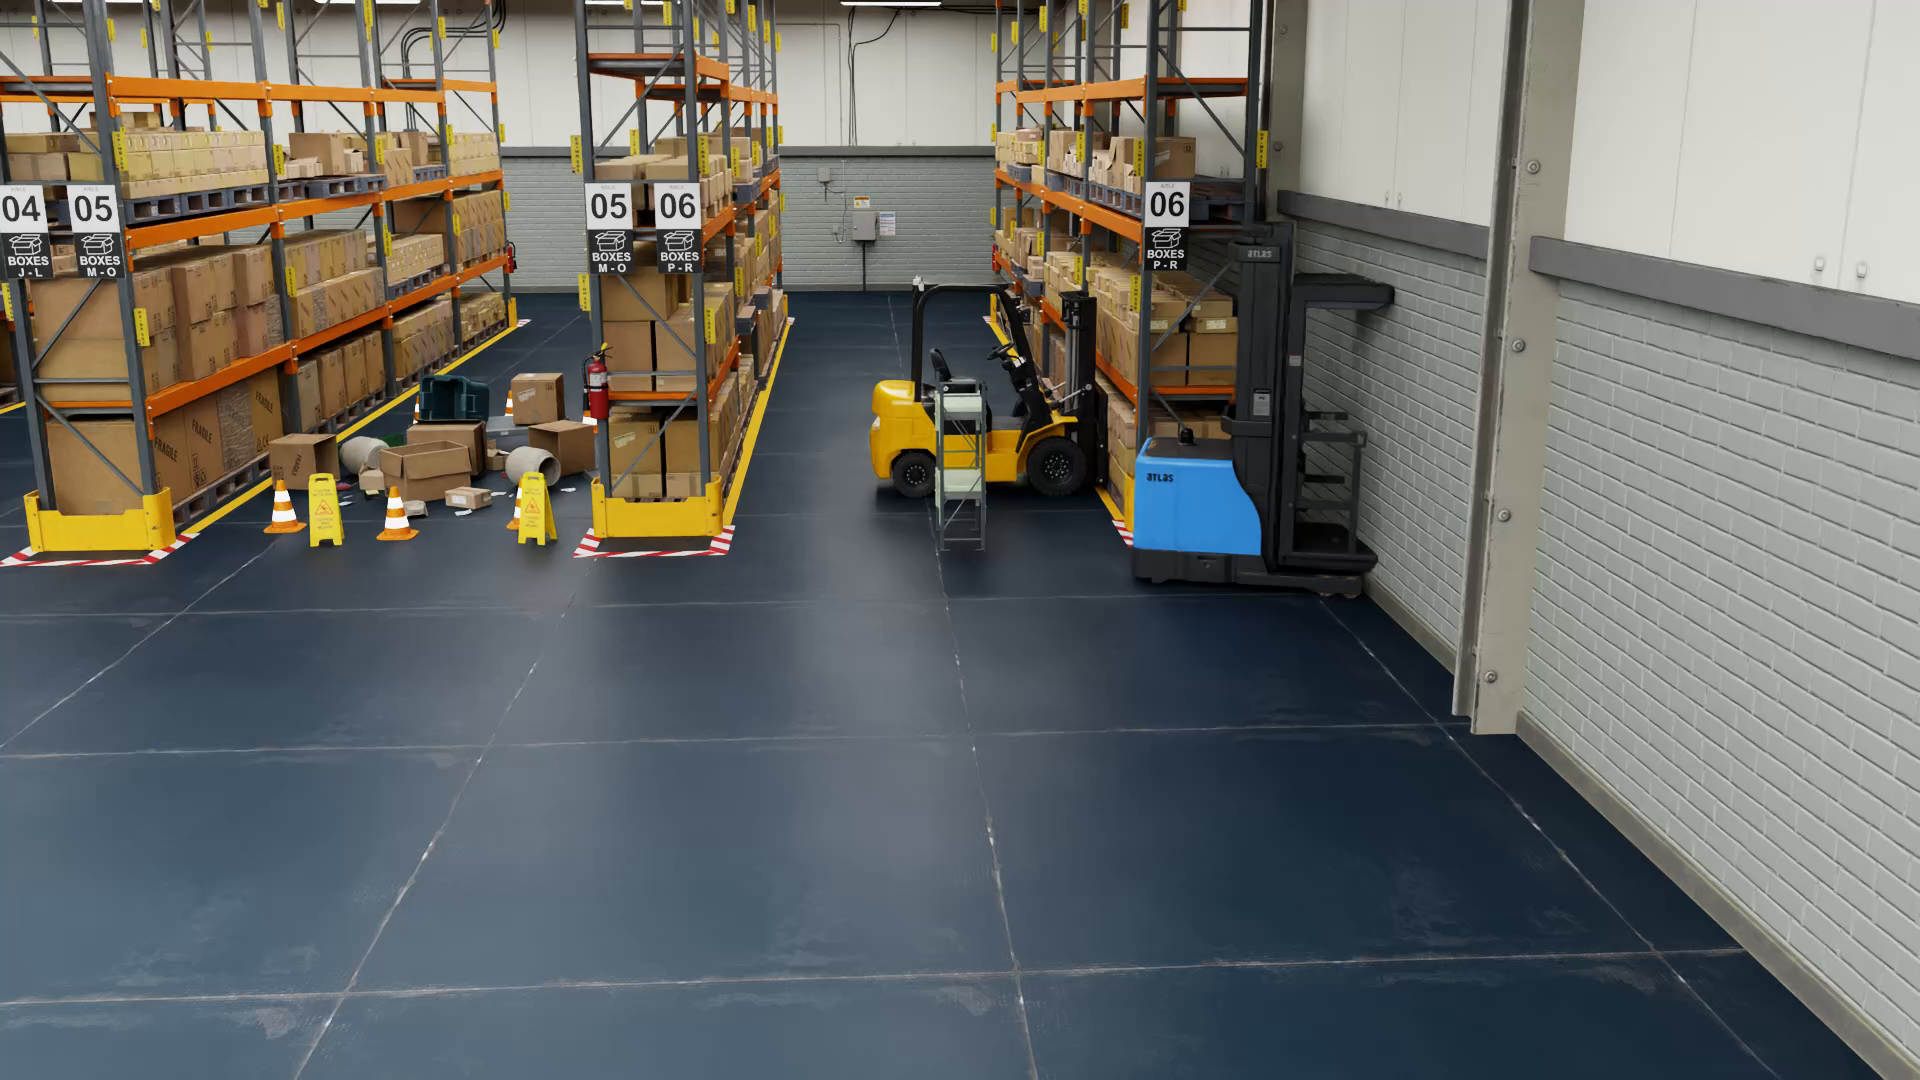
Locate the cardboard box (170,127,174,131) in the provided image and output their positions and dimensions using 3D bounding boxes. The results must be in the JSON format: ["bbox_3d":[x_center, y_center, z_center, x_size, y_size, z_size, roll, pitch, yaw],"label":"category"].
[{"bbox_3d":[-13.605,-6.687,27.957,0.700,0.500,0.500,-2,15,-7],"label":"cardboard box"}]

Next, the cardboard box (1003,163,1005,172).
[{"bbox_3d":[0.945,-6.428,28.699,0.380,0.149,0.250,-1,14,-3],"label":"cardboard box"}]

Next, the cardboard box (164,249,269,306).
[{"bbox_3d":[-7.847,-2.768,17.519,0.875,0.550,0.550,-1,14,-3],"label":"cardboard box"}]

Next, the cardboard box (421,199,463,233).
[{"bbox_3d":[-8.266,-5.182,26.565,0.500,0.500,0.500,-1,14,-2],"label":"cardboard box"}]

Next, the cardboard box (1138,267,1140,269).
[{"bbox_3d":[2.224,-3.010,18.831,0.380,0.149,0.250,-1,14,-3],"label":"cardboard box"}]

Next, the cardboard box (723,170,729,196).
[{"bbox_3d":[-2.723,-3.794,17.659,0.500,0.250,0.500,-1,14,-4],"label":"cardboard box"}]

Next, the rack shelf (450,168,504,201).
[{"bbox_3d":[-8.605,-5.991,27.938,1.077,0.370,4.000,-1,14,-3],"label":"rack shelf"}]

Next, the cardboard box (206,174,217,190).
[{"bbox_3d":[-7.549,-3.517,16.341,0.380,0.149,0.250,-1,14,-4],"label":"cardboard box"}]

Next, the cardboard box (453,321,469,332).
[{"bbox_3d":[-8.185,-3.451,26.924,0.380,0.149,0.250,0,14,-1],"label":"cardboard box"}]

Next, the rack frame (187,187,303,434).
[{"bbox_3d":[-7.986,-2.399,18.556,1.000,3.000,0.127,-1,14,-3],"label":"rack frame"}]

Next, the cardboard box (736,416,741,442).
[{"bbox_3d":[-2.747,-1.230,18.685,0.500,0.250,0.500,0,14,-1],"label":"cardboard box"}]

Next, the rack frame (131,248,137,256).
[{"bbox_3d":[-13.438,-4.338,26.089,1.000,3.000,0.127,-1,14,-3],"label":"rack frame"}]

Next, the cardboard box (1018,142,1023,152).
[{"bbox_3d":[1.091,-6.021,25.477,0.380,0.149,0.250,-1,14,-4],"label":"cardboard box"}]

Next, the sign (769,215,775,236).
[{"bbox_3d":[-3.006,-5.024,26.591,0.100,0.325,0.005,-1,14,-3],"label":"sign"}]

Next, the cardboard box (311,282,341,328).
[{"bbox_3d":[-7.810,-2.833,20.039,0.500,0.500,0.500,-1,14,-4],"label":"cardboard box"}]

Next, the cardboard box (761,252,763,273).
[{"bbox_3d":[-3.134,-4.048,24.260,0.500,0.250,0.500,-1,14,-4],"label":"cardboard box"}]

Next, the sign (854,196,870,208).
[{"bbox_3d":[-2.130,-7.334,36.078,0.339,0.242,0.001,-1,14,-3],"label":"sign"}]

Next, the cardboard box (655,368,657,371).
[{"bbox_3d":[-3.083,-1.729,16.454,0.380,0.149,0.250,-1,14,-3],"label":"cardboard box"}]

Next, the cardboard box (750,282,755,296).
[{"bbox_3d":[-2.856,-3.241,21.489,0.380,0.149,0.250,-1,14,-2],"label":"cardboard box"}]

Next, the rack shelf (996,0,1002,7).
[{"bbox_3d":[1.283,-9.232,27.846,1.077,0.370,4.000,-1,14,-3],"label":"rack shelf"}]

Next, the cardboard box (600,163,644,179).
[{"bbox_3d":[-3.097,-3.368,15.203,0.380,0.149,0.250,-1,14,-2],"label":"cardboard box"}]

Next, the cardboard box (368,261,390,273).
[{"bbox_3d":[-8.063,-3.743,22.843,0.380,0.149,0.250,0,14,-1],"label":"cardboard box"}]

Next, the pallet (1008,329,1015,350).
[{"bbox_3d":[1.365,-3.388,27.996,1.003,0.211,1.213,-1,14,-3],"label":"pallet"}]

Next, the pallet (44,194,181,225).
[{"bbox_3d":[-7.794,-2.999,15.043,1.003,0.211,1.213,-1,14,-3],"label":"pallet"}]

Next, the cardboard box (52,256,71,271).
[{"bbox_3d":[-13.018,-3.772,23.689,0.500,0.500,0.500,-1,14,-4],"label":"cardboard box"}]

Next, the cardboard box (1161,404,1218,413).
[{"bbox_3d":[2.275,-1.186,16.510,0.500,0.250,0.500,-1,14,-3],"label":"cardboard box"}]

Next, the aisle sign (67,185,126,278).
[{"bbox_3d":[-7.434,-2.651,14.315,0.394,0.787,0.004,-1,14,-3],"label":"aisle sign"}]

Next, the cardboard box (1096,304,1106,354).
[{"bbox_3d":[1.751,-2.257,17.803,0.500,0.500,0.500,-1,14,-4],"label":"cardboard box"}]

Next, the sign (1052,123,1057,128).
[{"bbox_3d":[1.714,-7.448,30.381,0.100,0.325,0.005,-1,14,-3],"label":"sign"}]

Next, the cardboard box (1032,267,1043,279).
[{"bbox_3d":[1.231,-3.812,23.709,0.380,0.149,0.250,-1,14,-2],"label":"cardboard box"}]

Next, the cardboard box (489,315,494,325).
[{"bbox_3d":[-8.334,-3.826,28.978,0.380,0.149,0.250,-2,15,-6],"label":"cardboard box"}]

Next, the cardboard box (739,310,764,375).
[{"bbox_3d":[-3.259,-2.843,23.702,0.875,0.875,0.875,-1,14,-4],"label":"cardboard box"}]

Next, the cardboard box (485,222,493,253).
[{"bbox_3d":[-8.377,-5.214,28.699,0.500,0.500,0.500,-1,14,-3],"label":"cardboard box"}]

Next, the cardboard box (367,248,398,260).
[{"bbox_3d":[-8.099,-4.010,23.282,0.380,0.149,0.250,-1,14,-4],"label":"cardboard box"}]

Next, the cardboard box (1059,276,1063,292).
[{"bbox_3d":[1.539,-3.247,21.148,0.500,0.250,0.500,-1,14,-3],"label":"cardboard box"}]

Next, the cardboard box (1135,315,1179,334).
[{"bbox_3d":[1.849,-2.028,15.611,0.380,0.149,0.250,-1,14,-3],"label":"cardboard box"}]

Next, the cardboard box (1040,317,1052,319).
[{"bbox_3d":[1.380,-3.199,24.536,0.380,0.149,0.250,0,14,-2],"label":"cardboard box"}]

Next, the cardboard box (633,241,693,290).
[{"bbox_3d":[-3.231,-2.938,17.843,0.700,0.500,0.500,-1,14,-3],"label":"cardboard box"}]

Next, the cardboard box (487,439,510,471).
[{"bbox_3d":[-5.143,-0.941,18.375,0.258,0.266,0.396,-13,20,-42],"label":"cardboard box"}]

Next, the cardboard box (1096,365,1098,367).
[{"bbox_3d":[1.859,-1.761,19.999,0.875,0.625,0.625,0,14,-1],"label":"cardboard box"}]

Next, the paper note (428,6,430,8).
[{"bbox_3d":[-9.213,-9.245,28.847,0.001,0.032,0.123,-1,14,-3],"label":"paper note"}]

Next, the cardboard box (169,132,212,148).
[{"bbox_3d":[-7.551,-3.905,16.247,0.380,0.149,0.250,-1,14,-3],"label":"cardboard box"}]

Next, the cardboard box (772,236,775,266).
[{"bbox_3d":[-3.342,-4.785,27.627,0.500,0.500,0.500,-1,14,-3],"label":"cardboard box"}]

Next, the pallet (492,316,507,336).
[{"bbox_3d":[-8.710,-3.812,29.642,1.003,0.211,1.213,-1,14,-3],"label":"pallet"}]

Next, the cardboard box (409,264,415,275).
[{"bbox_3d":[-8.144,-3.920,24.127,0.380,0.149,0.250,-1,14,-3],"label":"cardboard box"}]

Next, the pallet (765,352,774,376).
[{"bbox_3d":[-3.346,-2.645,25.107,1.003,0.211,1.213,-1,14,-3],"label":"pallet"}]

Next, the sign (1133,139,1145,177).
[{"bbox_3d":[1.608,-3.422,14.892,0.100,0.325,0.005,-1,14,-3],"label":"sign"}]

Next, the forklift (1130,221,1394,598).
[{"bbox_3d":[2.991,-1.095,13.625,3.031,2.935,1.130,3,15,11],"label":"forklift"}]

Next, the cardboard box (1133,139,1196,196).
[{"bbox_3d":[1.879,-3.443,15.348,0.500,0.500,0.500,0,14,-2],"label":"cardboard box"}]

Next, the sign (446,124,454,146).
[{"bbox_3d":[-7.928,-6.292,25.838,0.100,0.325,0.005,-1,14,-3],"label":"sign"}]

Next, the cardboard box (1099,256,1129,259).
[{"bbox_3d":[2.044,-3.669,21.989,0.380,0.149,0.250,-1,14,-5],"label":"cardboard box"}]

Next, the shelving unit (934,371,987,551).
[{"bbox_3d":[0.000,-0.725,15.057,0.431,1.500,0.755,-1,14,-3],"label":"shelving unit"}]

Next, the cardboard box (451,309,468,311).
[{"bbox_3d":[-8.319,-3.720,27.374,0.380,0.149,0.250,-1,14,-4],"label":"cardboard box"}]
